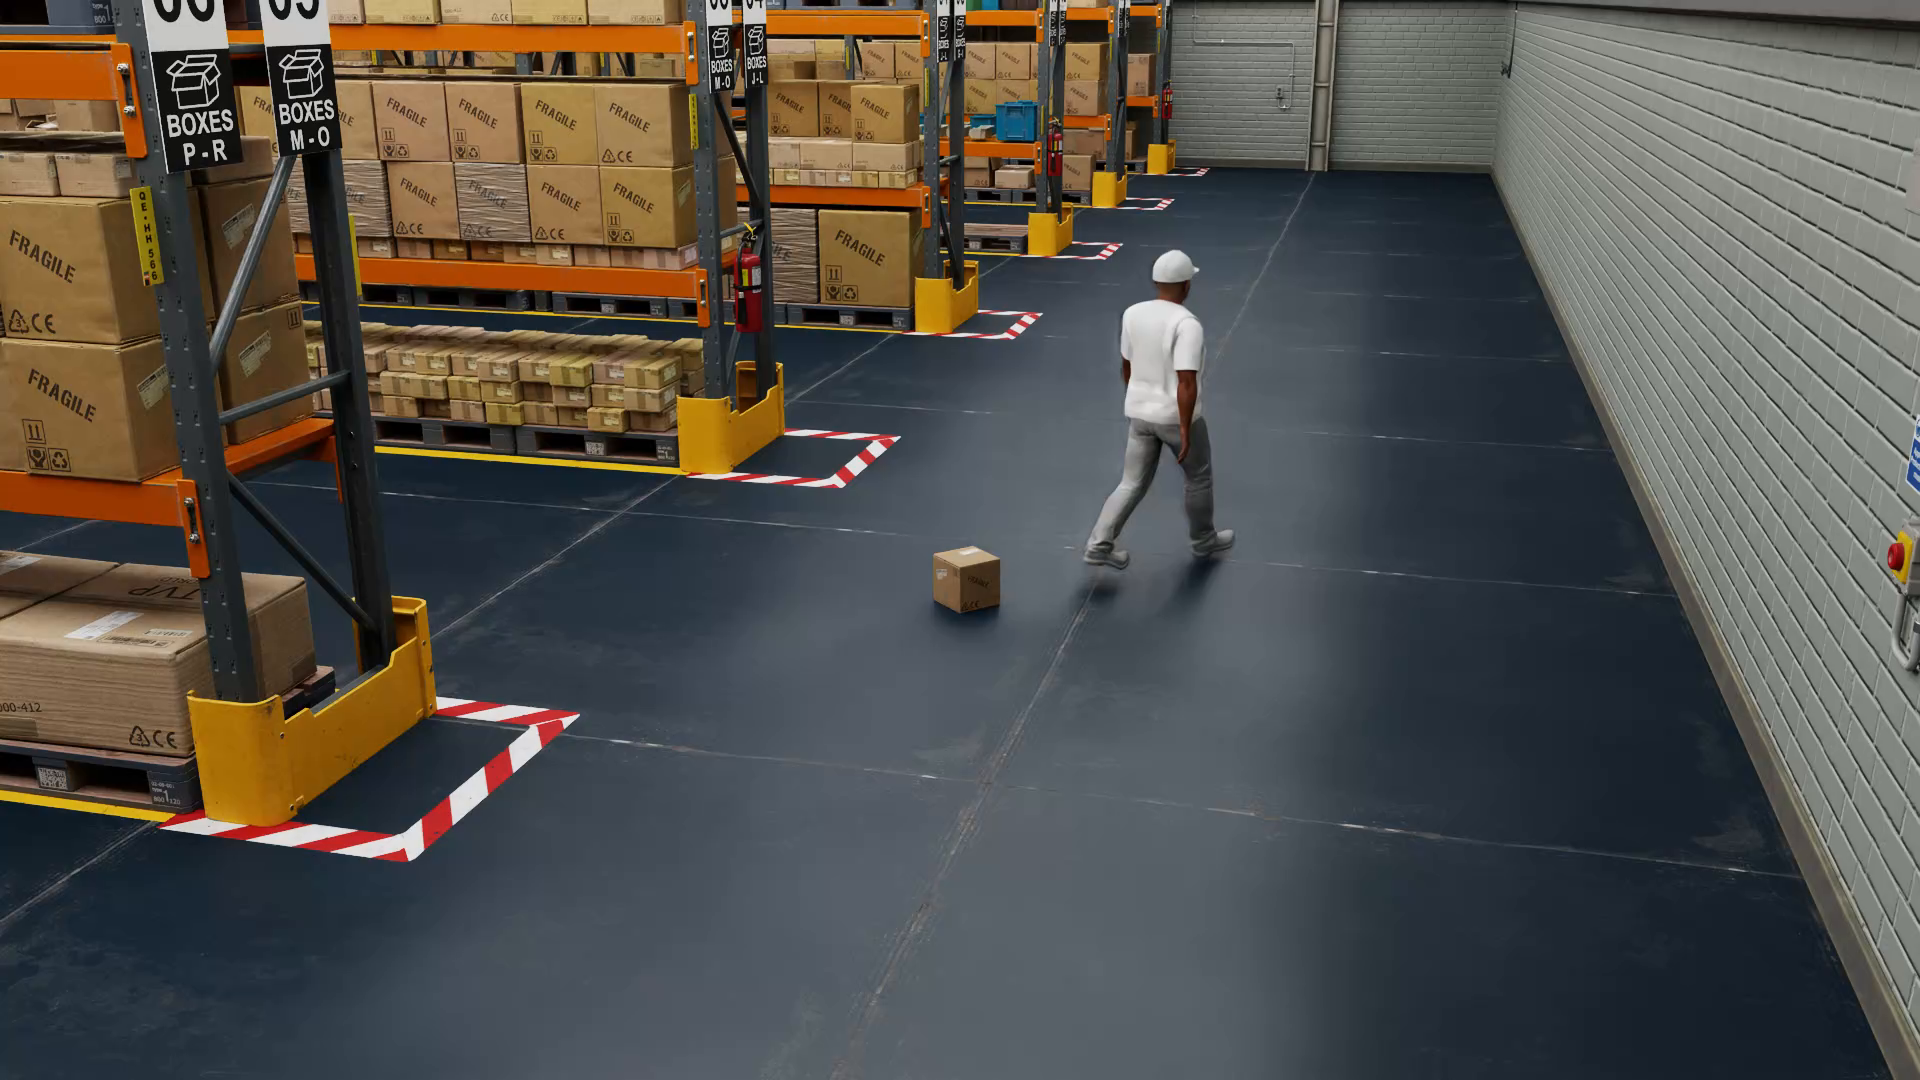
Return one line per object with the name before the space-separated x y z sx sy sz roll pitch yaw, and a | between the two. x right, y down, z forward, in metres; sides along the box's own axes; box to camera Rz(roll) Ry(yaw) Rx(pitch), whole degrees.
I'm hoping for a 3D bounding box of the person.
person | 1.073 -0.679 8.847 0.600 1.712 1.095 17 25 41
